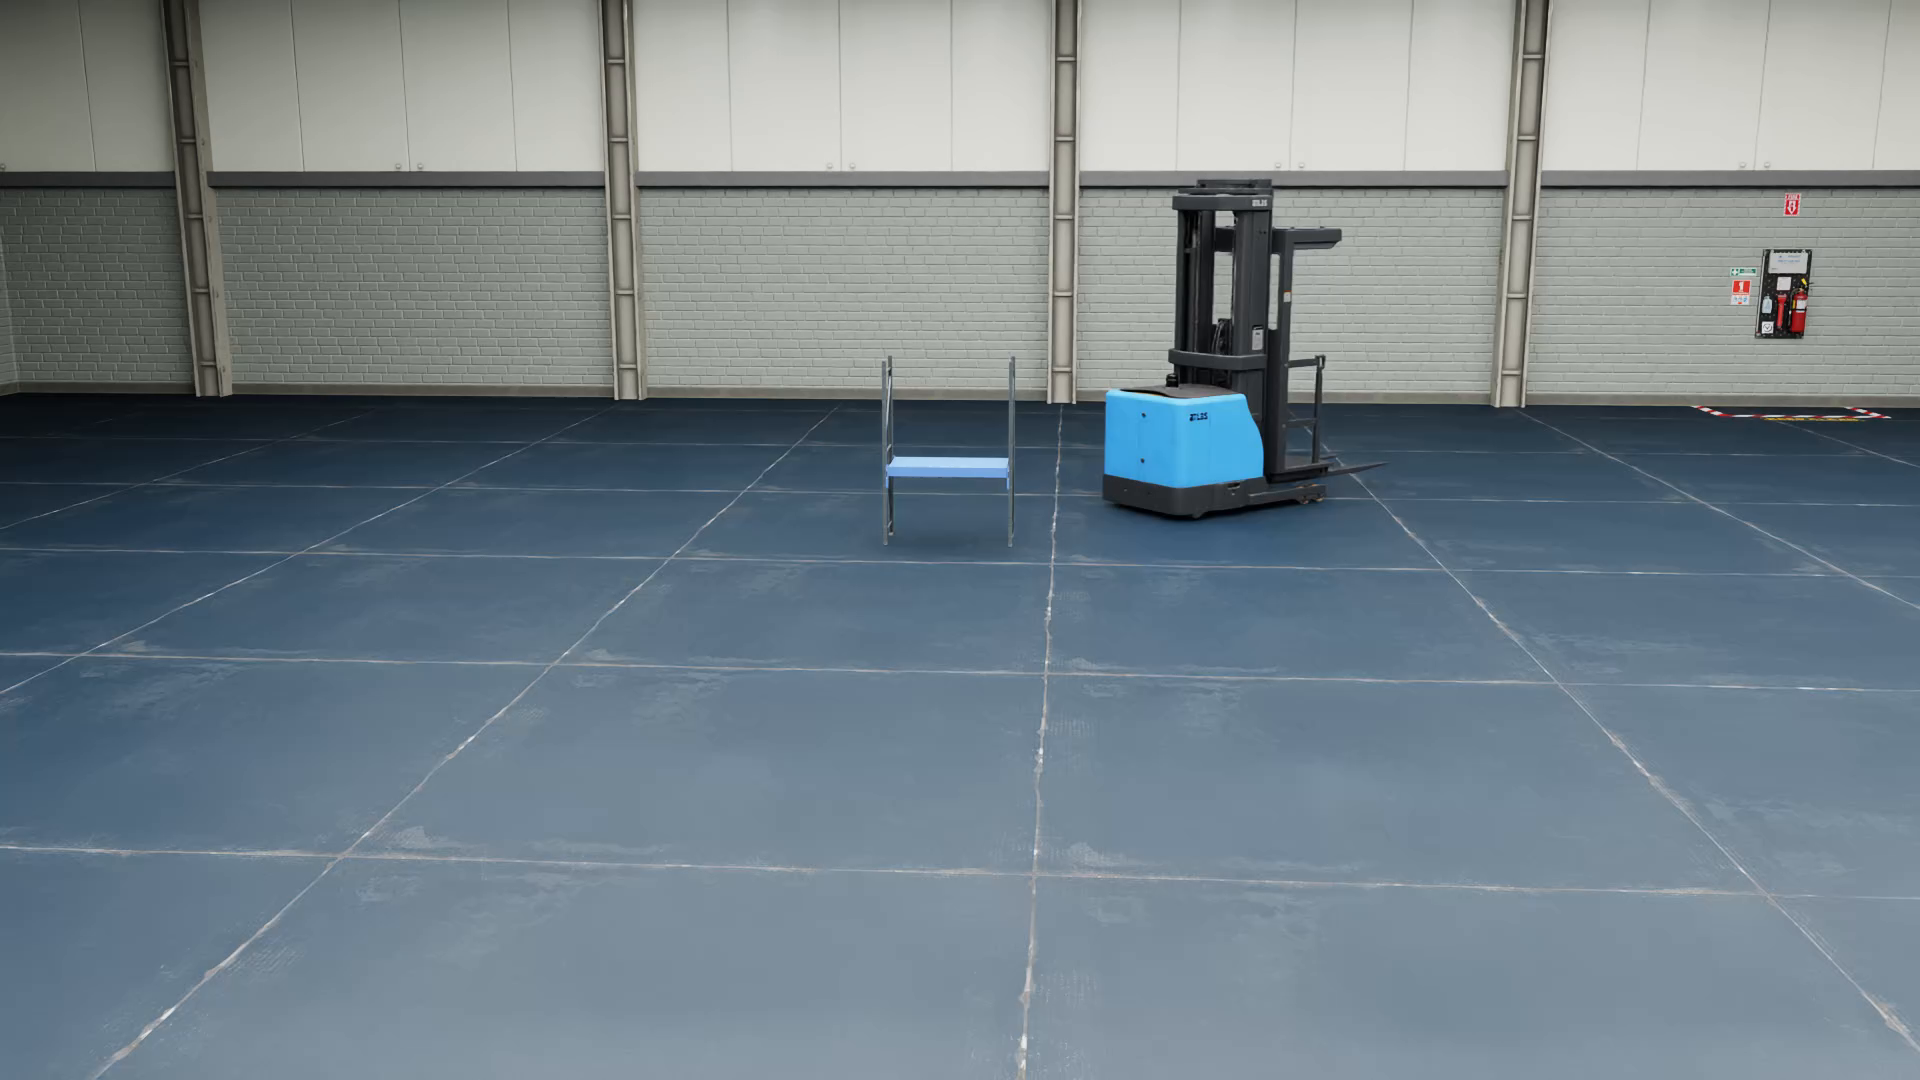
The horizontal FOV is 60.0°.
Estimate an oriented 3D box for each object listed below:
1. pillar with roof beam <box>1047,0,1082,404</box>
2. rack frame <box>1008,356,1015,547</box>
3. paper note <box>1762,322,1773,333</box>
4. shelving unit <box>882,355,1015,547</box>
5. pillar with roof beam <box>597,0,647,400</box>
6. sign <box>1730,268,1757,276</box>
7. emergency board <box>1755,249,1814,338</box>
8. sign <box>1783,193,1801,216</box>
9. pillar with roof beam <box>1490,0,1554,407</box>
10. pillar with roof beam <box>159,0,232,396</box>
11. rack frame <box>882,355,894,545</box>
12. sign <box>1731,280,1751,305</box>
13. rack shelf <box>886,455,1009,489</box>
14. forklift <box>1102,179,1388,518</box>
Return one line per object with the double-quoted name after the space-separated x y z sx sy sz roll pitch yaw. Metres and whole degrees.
1.107 -5.418 17.693 0.400 9.000 9.100 1 12 4 "pillar with roof beam"
0.422 -0.728 13.587 0.032 1.500 0.500 1 12 4 "rack frame"
10.733 -2.824 22.095 0.142 0.148 0.016 1 12 4 "paper note"
-0.085 -0.735 13.620 1.048 1.500 0.538 1 12 4 "shelving unit"
-4.879 -5.501 18.086 0.400 9.000 9.100 1 12 4 "pillar with roof beam"
10.364 -3.543 21.996 0.331 0.109 0.001 1 12 4 "sign"
10.905 -3.239 21.926 0.643 1.169 0.194 1 12 4 "emergency board"
10.904 -4.394 21.786 0.199 0.298 0.001 1 12 4 "sign"
7.094 -5.336 17.301 0.400 9.000 9.100 1 12 4 "pillar with roof beam"
-10.866 -5.583 18.478 0.400 9.000 9.100 1 12 4 "pillar with roof beam"
-0.592 -0.742 13.653 0.032 1.500 0.500 1 12 4 "rack frame"
10.360 -3.285 22.059 0.234 0.329 0.001 1 12 4 "sign"
-0.085 -0.559 13.657 1.000 0.185 0.538 1 12 4 "rack shelf"
2.786 -1.842 15.413 3.031 2.935 1.130 -9 15 -36 "forklift"
